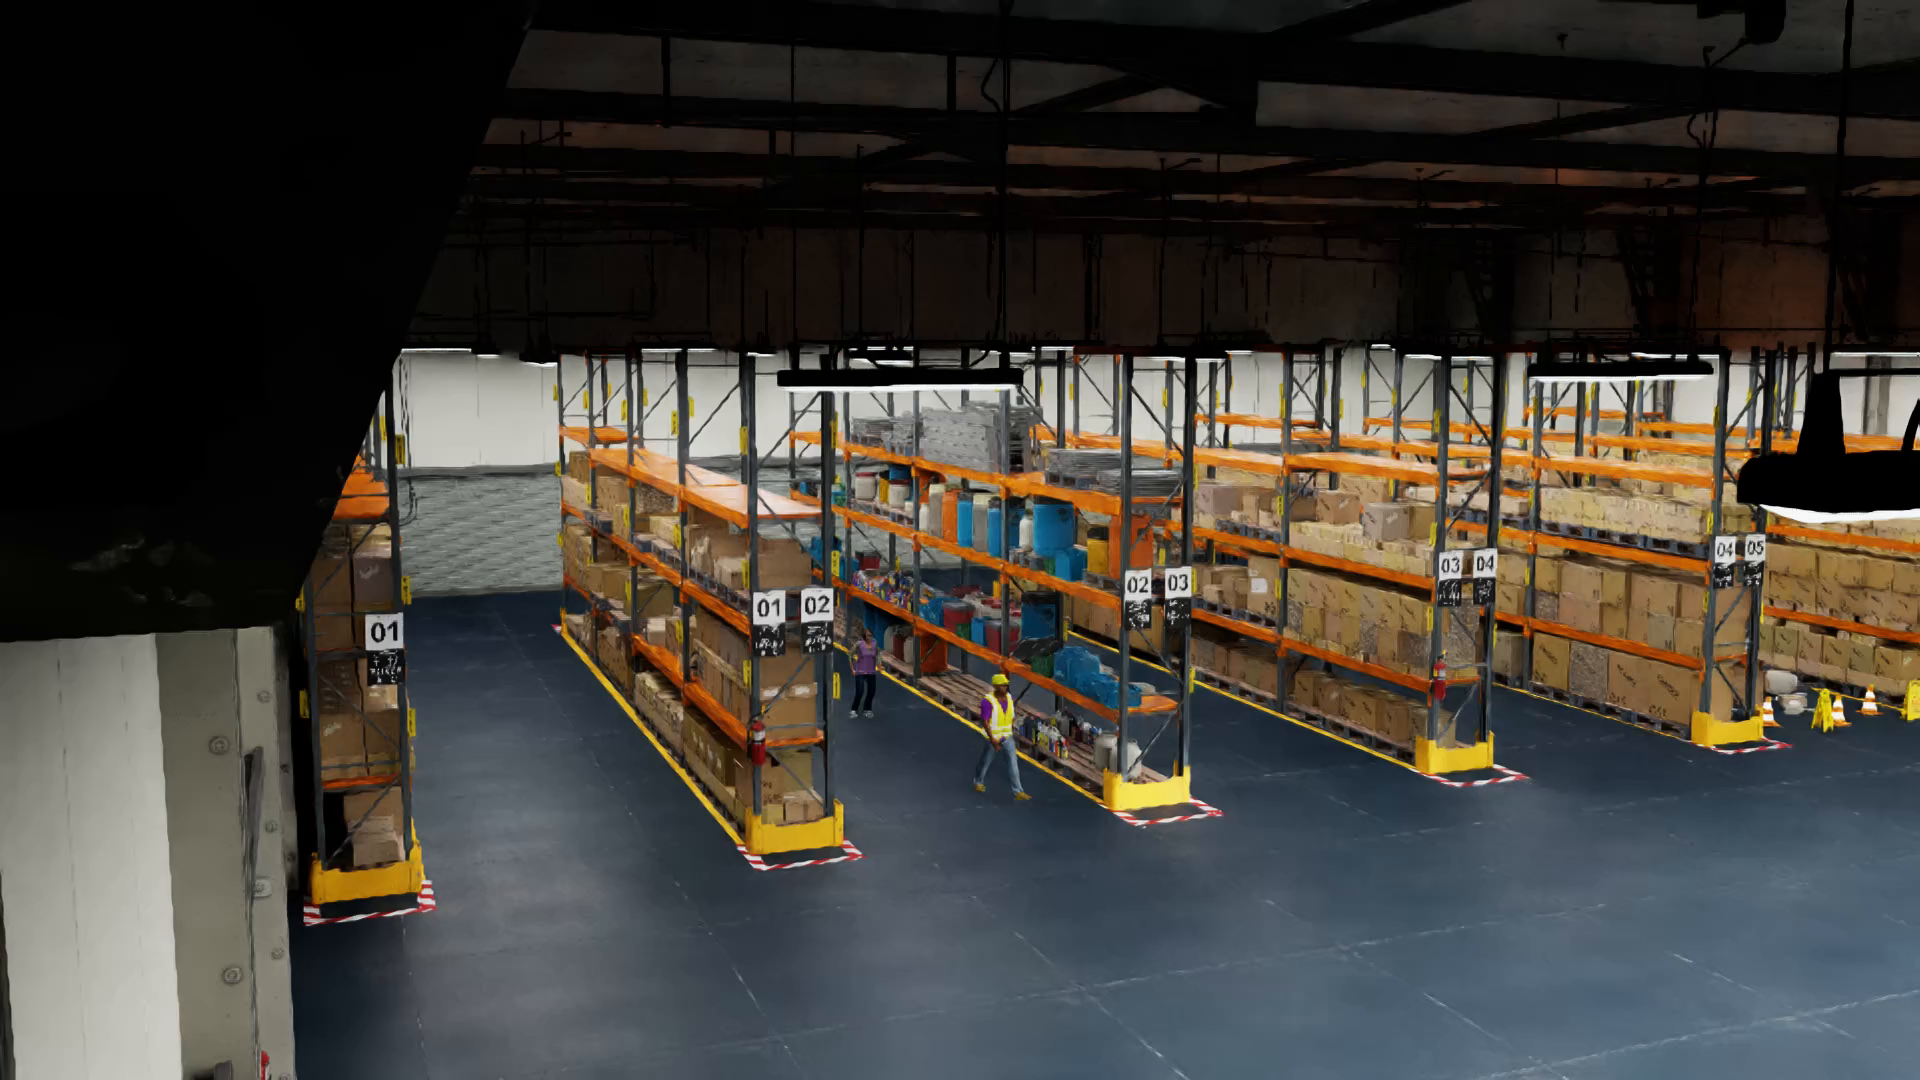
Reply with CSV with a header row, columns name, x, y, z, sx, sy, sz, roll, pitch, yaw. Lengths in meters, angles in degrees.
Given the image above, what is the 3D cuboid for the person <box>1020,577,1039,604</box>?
name,x,y,z,sx,sy,sz,roll,pitch,yaw
person,1.439,1.200,34.114,0.448,1.586,1.110,-2,8,-19

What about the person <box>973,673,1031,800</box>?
name,x,y,z,sx,sy,sz,roll,pitch,yaw
person,0.522,2.636,22.420,0.571,1.708,1.035,-4,8,-30

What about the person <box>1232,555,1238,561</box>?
name,x,y,z,sx,sy,sz,roll,pitch,yaw
person,7.596,-0.213,45.606,0.576,1.527,0.542,2,7,15

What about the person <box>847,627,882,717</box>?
name,x,y,z,sx,sy,sz,roll,pitch,yaw
person,-1.552,2.146,27.052,0.566,1.541,0.519,-3,8,-24
